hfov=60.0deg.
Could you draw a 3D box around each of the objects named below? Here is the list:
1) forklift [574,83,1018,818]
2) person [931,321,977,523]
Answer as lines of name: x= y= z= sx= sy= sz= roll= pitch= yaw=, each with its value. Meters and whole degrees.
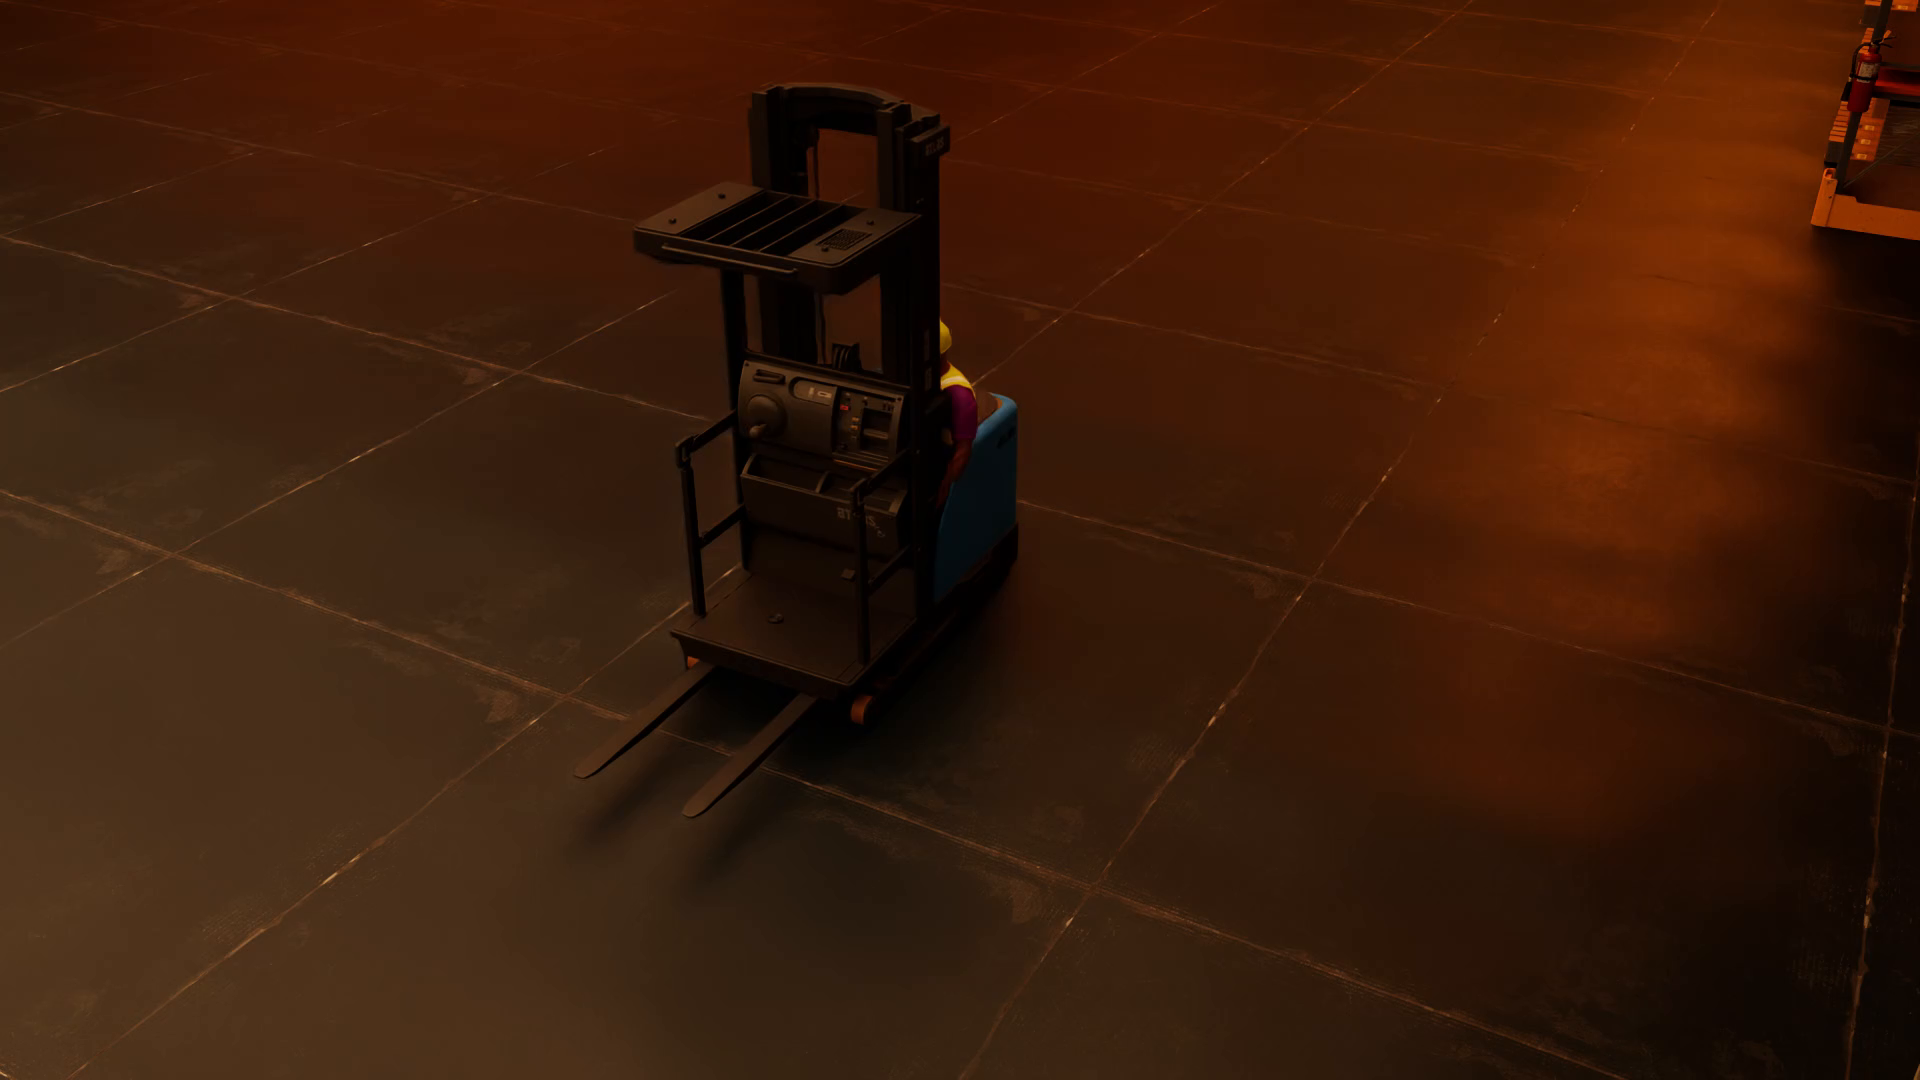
forklift: x=-0.791 y=-0.586 z=8.086 sx=1.130 sy=2.935 sz=3.031 roll=15 pitch=33 yaw=24
person: x=-0.300 y=-0.382 z=8.942 sx=0.717 sy=1.638 sz=0.787 roll=-12 pitch=32 yaw=-20
